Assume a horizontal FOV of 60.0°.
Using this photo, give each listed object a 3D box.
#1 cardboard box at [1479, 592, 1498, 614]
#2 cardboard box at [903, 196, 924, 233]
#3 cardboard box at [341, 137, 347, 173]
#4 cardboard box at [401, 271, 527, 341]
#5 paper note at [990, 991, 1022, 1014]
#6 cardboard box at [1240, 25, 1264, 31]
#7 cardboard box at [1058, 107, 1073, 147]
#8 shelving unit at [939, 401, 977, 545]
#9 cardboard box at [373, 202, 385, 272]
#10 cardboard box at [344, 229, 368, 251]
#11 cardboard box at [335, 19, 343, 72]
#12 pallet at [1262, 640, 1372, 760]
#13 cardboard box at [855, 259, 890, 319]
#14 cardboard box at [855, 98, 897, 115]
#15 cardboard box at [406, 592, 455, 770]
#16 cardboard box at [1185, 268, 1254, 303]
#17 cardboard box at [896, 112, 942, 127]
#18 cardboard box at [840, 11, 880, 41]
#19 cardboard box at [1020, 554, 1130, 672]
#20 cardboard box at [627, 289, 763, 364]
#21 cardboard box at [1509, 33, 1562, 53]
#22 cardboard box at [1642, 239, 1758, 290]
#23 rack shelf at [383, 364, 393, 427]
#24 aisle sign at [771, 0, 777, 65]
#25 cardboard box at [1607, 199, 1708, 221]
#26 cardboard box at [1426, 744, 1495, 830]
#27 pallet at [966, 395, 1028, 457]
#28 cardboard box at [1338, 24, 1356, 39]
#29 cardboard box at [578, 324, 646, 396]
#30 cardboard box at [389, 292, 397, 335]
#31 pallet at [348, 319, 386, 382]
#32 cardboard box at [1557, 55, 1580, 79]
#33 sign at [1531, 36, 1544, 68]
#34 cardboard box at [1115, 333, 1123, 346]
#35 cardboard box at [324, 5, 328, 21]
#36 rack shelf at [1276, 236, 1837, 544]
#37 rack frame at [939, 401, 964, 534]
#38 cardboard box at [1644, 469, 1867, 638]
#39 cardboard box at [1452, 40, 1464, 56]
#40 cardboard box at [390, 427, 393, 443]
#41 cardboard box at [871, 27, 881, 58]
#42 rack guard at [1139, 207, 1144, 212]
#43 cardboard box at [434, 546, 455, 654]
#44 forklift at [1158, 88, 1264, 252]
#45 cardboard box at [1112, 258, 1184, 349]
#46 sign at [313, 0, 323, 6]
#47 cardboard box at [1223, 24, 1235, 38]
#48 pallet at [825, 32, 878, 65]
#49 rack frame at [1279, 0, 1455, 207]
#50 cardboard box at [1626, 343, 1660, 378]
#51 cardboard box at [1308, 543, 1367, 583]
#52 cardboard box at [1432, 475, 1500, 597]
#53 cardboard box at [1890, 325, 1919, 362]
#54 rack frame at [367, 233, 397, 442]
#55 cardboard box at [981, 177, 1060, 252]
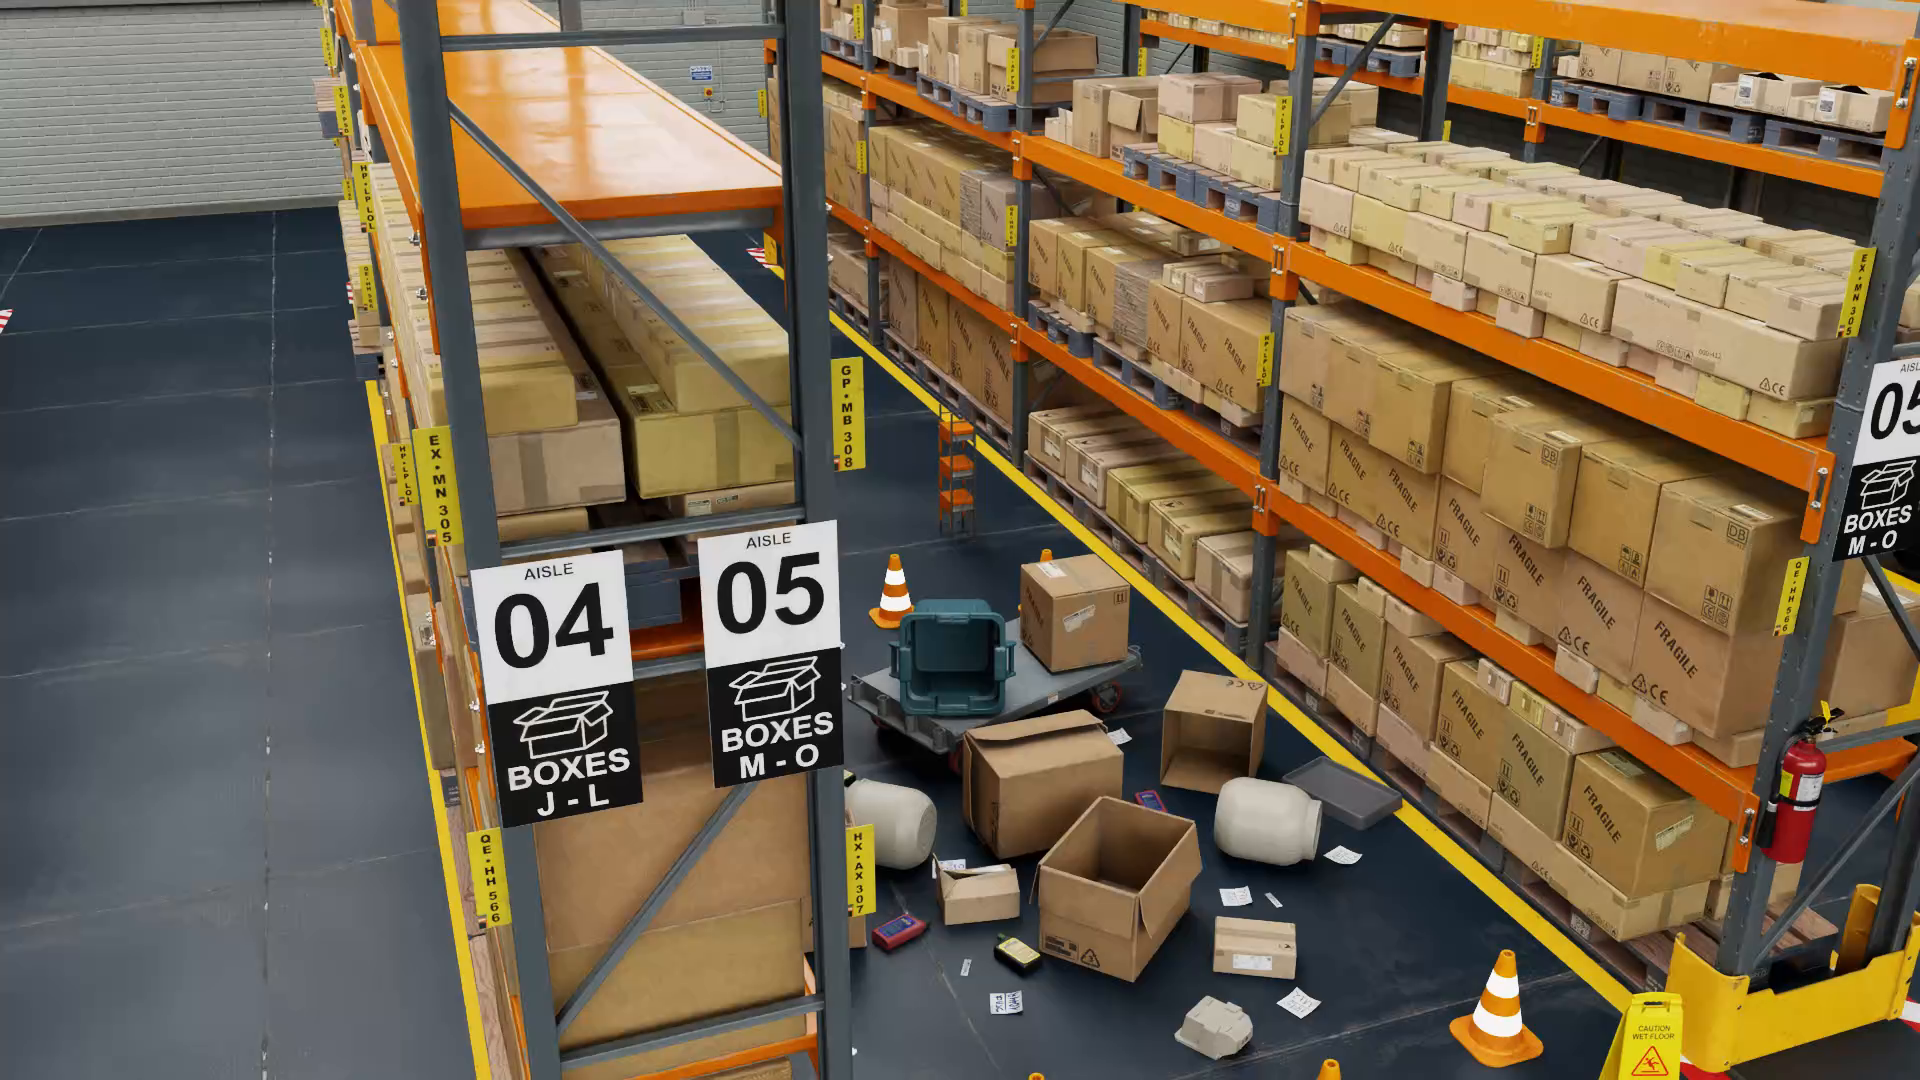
[{"bbox_3d":[2.905,0.283,8.541,0.380,0.149,0.250,-8,24,-19],"label":"cardboard box"},{"bbox_3d":[-0.225,-3.119,15.837,0.500,0.250,0.500,-8,24,-18],"label":"cardboard box"},{"bbox_3d":[-5.682,-3.778,16.051,0.500,0.500,0.500,-9,25,-21],"label":"cardboard box"},{"bbox_3d":[-1.630,-0.771,5.482,0.380,0.149,0.250,-8,24,-19],"label":"cardboard box"},{"bbox_3d":[0.213,2.129,7.662,0.144,0.017,0.142,0,23,-1],"label":"paper note"},{"bbox_3d":[3.564,-5.990,19.047,0.500,0.250,0.500,-9,25,-21],"label":"cardboard box"},{"bbox_3d":[0.975,-3.165,12.708,0.396,0.266,0.258,-8,24,-19],"label":"cardboard box"},{"bbox_3d":[-0.019,-0.503,12.592,0.215,1.050,0.252,-8,24,-19],"label":"shelving unit"},{"bbox_3d":[-2.339,-1.380,7.440,0.500,0.250,0.500,-8,24,-19],"label":"cardboard box"},{"bbox_3d":[-4.909,-2.489,13.810,0.380,0.149,0.250,-7,24,-17],"label":"cardboard box"},{"bbox_3d":[-5.045,-4.282,14.516,0.700,0.500,0.500,-8,24,-19],"label":"cardboard box"},{"bbox_3d":[2.616,0.902,10.338,1.003,0.211,1.213,-8,24,-19],"label":"pallet"},{"bbox_3d":[-0.602,-2.784,18.252,0.875,0.438,0.875,-9,24,-20],"label":"cardboard box"},{"bbox_3d":[-0.879,-4.513,17.345,0.380,0.149,0.250,-8,24,-18],"label":"cardboard box"},{"bbox_3d":[-2.553,0.724,9.526,1.050,0.750,0.750,-8,24,-19],"label":"cardboard box"},{"bbox_3d":[1.716,-1.683,10.993,0.380,0.149,0.250,-9,25,-21],"label":"cardboard box"},{"bbox_3d":[-0.422,-4.242,17.536,0.500,0.500,0.500,-8,24,-19],"label":"cardboard box"},{"bbox_3d":[-1.005,-5.277,17.049,0.396,0.266,0.258,-8,24,-17],"label":"cardboard box"},{"bbox_3d":[0.691,0.436,10.097,0.500,0.500,0.500,-8,24,-19],"label":"cardboard box"},{"bbox_3d":[-0.835,-0.675,5.255,0.380,0.149,0.250,-9,24,-20],"label":"cardboard box"},{"bbox_3d":[5.177,-4.476,14.942,0.380,0.149,0.250,-8,24,-17],"label":"cardboard box"},{"bbox_3d":[3.159,-1.173,7.106,0.380,0.149,0.250,-8,24,-19],"label":"cardboard box"},{"bbox_3d":[-4.369,-1.755,13.977,1.077,0.370,4.000,-8,24,-19],"label":"rack shelf"},{"bbox_3d":[-2.190,-6.166,20.171,0.394,0.787,0.004,-8,24,-19],"label":"aisle sign"},{"bbox_3d":[3.316,-1.517,7.921,0.380,0.149,0.250,-8,24,-18],"label":"cardboard box"},{"bbox_3d":[2.856,1.270,8.875,0.500,0.250,0.500,-9,25,-21],"label":"cardboard box"},{"bbox_3d":[0.725,-1.087,15.058,1.003,0.211,1.213,-8,24,-19],"label":"pallet"},{"bbox_3d":[4.145,-5.273,17.191,0.380,0.149,0.250,-8,24,-18],"label":"cardboard box"},{"bbox_3d":[-0.947,-0.537,5.441,0.500,0.250,0.500,-9,24,-20],"label":"cardboard box"},{"bbox_3d":[-2.171,-0.957,6.952,0.380,0.149,0.250,-9,24,-20],"label":"cardboard box"},{"bbox_3d":[-4.014,-1.515,12.730,1.213,0.211,1.003,-8,24,-19],"label":"pallet"},{"bbox_3d":[5.414,-4.104,14.393,0.380,0.166,0.250,-8,24,-19],"label":"cardboard box"},{"bbox_3d":[5.067,-4.305,14.573,0.100,0.325,0.005,-8,24,-19],"label":"sign"},{"bbox_3d":[1.368,-1.519,12.276,0.380,0.149,0.250,-7,24,-17],"label":"cardboard box"},{"bbox_3d":[-6.032,-5.172,16.333,0.380,0.149,0.250,-9,24,-20],"label":"cardboard box"},{"bbox_3d":[3.052,-0.946,8.197,1.077,0.370,4.000,-8,24,-19],"label":"rack shelf"},{"bbox_3d":[-0.062,-0.548,12.697,0.200,1.050,0.008,-8,24,-19],"label":"rack frame"},{"bbox_3d":[3.374,0.032,7.013,0.700,0.500,0.500,-9,24,-20],"label":"cardboard box"},{"bbox_3d":[4.912,-4.728,15.923,0.380,0.149,0.250,-8,24,-19],"label":"cardboard box"},{"bbox_3d":[-4.320,-0.794,13.448,0.500,0.500,0.500,-7,24,-17],"label":"cardboard box"},{"bbox_3d":[-0.631,-4.813,16.077,0.396,0.266,0.258,-9,24,-19],"label":"cardboard box"},{"bbox_3d":[2.776,-4.485,22.748,1.175,0.500,0.348,-8,24,-19],"label":"rack guard"},{"bbox_3d":[-1.786,0.065,7.150,0.875,0.550,0.550,-8,24,-19],"label":"cardboard box"},{"bbox_3d":[2.446,-2.452,14.794,1.130,2.935,3.031,-9,24,-20],"label":"forklift"},{"bbox_3d":[1.429,-1.694,11.854,0.500,0.500,0.500,-9,25,-21],"label":"cardboard box"},{"bbox_3d":[-6.996,-5.977,18.081,0.100,0.325,0.005,-8,24,-19],"label":"sign"},{"bbox_3d":[3.344,-6.038,19.674,0.380,0.149,0.250,-8,24,-18],"label":"cardboard box"},{"bbox_3d":[-0.760,-5.169,17.404,1.003,0.211,1.213,-8,24,-19],"label":"pallet"},{"bbox_3d":[2.346,-3.386,9.198,1.000,3.000,0.127,-8,24,-19],"label":"rack frame"},{"bbox_3d":[3.163,-0.815,7.282,0.380,0.149,0.250,-8,24,-19],"label":"cardboard box"},{"bbox_3d":[2.290,0.112,9.821,0.380,0.149,0.250,-8,24,-18],"label":"cardboard box"},{"bbox_3d":[2.802,-0.063,8.525,0.500,0.500,0.500,-8,24,-18],"label":"cardboard box"},{"bbox_3d":[3.830,-0.838,6.824,0.500,0.250,0.500,-9,24,-20],"label":"cardboard box"},{"bbox_3d":[-3.663,-1.359,12.113,1.000,3.000,0.127,-8,24,-19],"label":"rack frame"},{"bbox_3d":[0.505,-2.734,13.959,0.500,0.500,0.500,-9,24,-20],"label":"cardboard box"}]
